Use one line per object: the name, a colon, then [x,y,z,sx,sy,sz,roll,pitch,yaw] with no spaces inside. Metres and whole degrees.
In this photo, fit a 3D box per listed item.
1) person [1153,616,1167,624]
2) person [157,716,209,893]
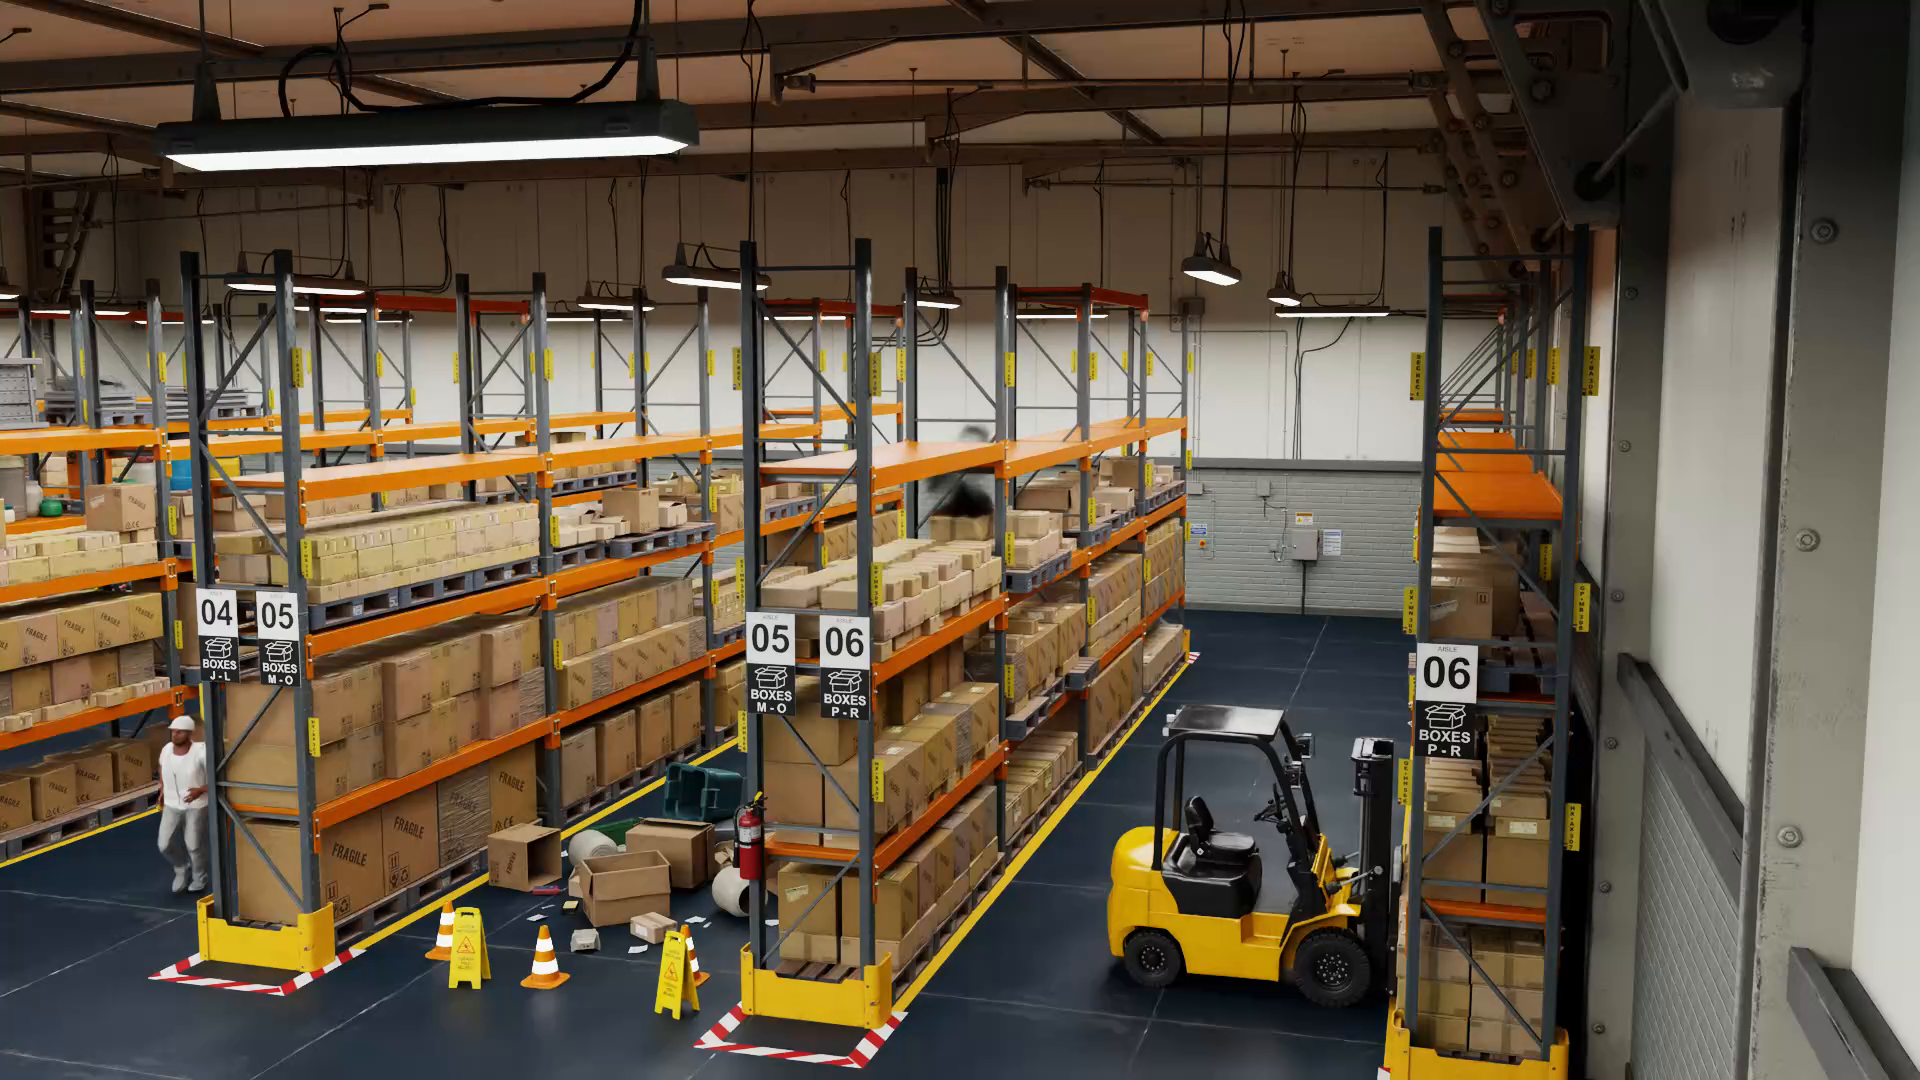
person: [3.466,1.058,29.492,0.666,1.688,0.612,4,7,29]
person: [-7.377,2.531,15.828,0.700,1.738,0.633,0,6,1]
